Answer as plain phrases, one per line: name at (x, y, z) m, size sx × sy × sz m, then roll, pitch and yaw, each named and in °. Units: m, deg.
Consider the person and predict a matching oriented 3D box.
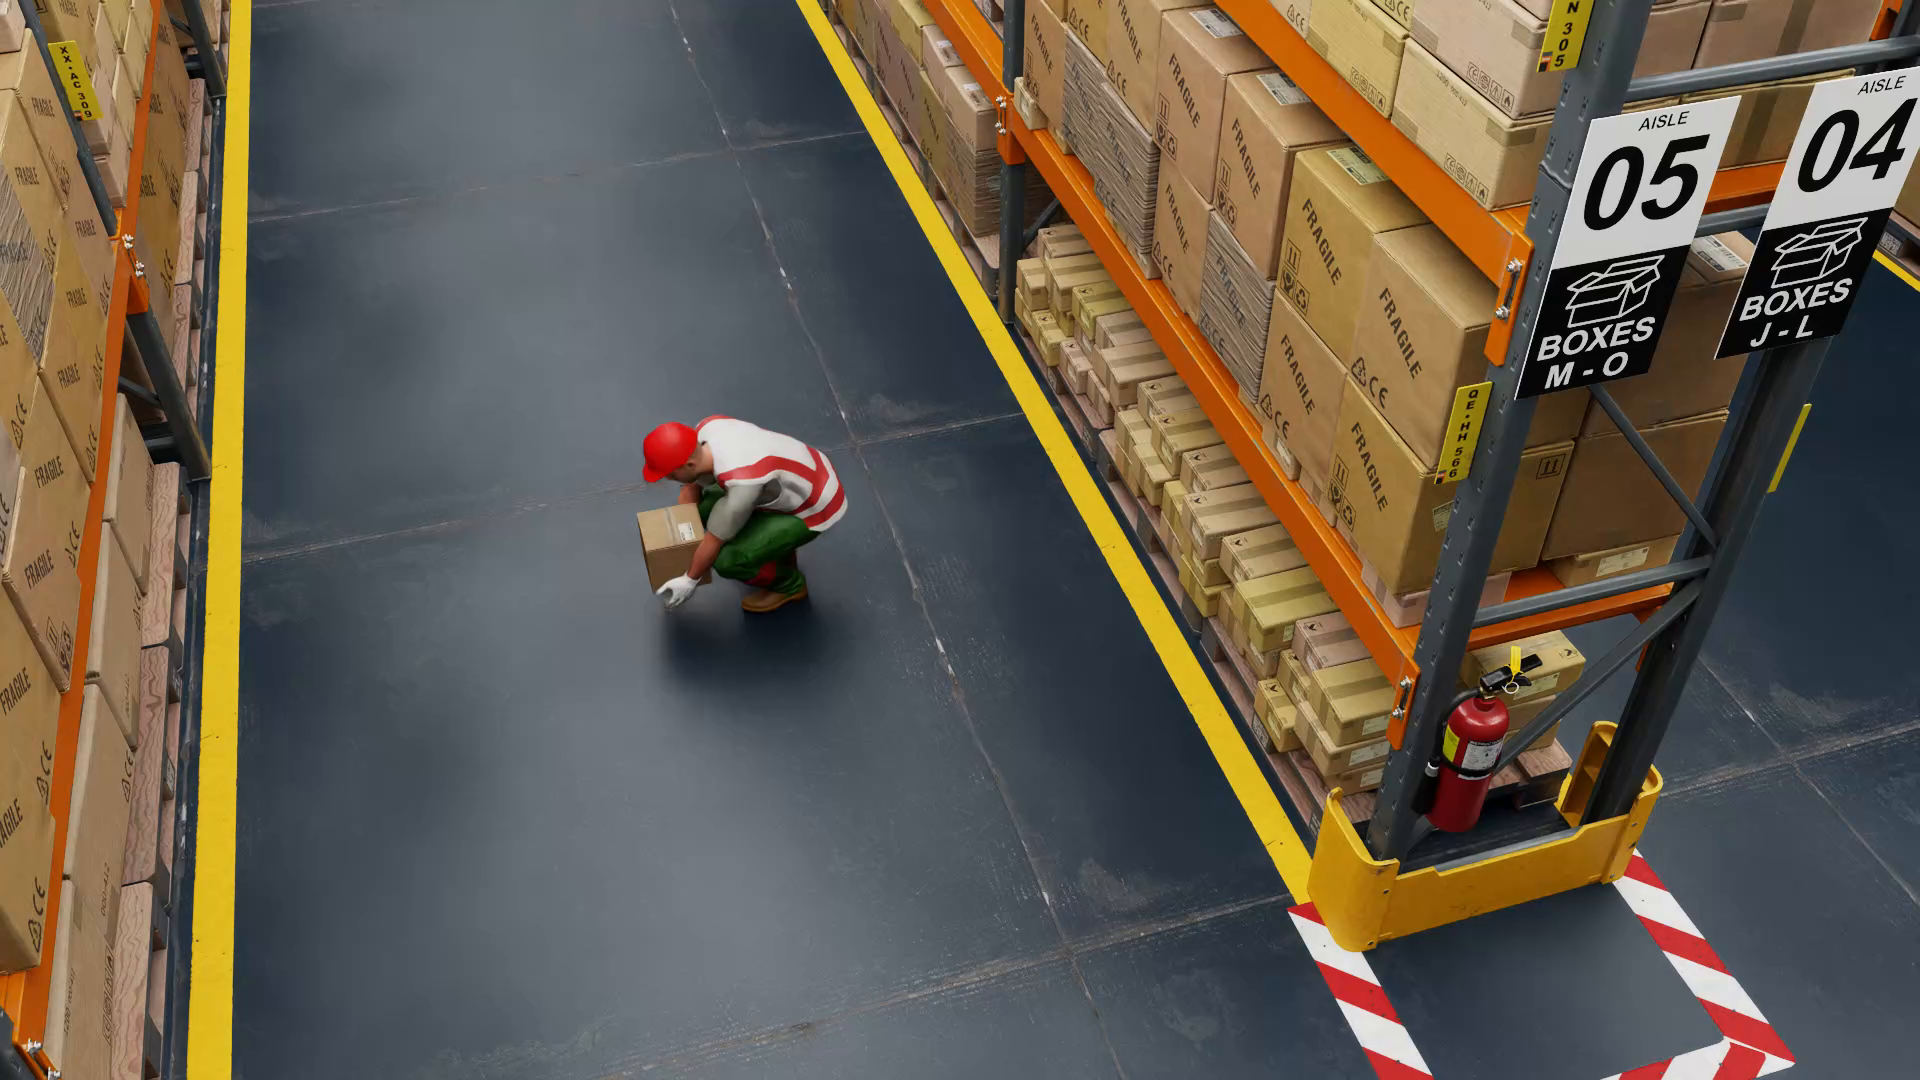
person at (-0.895, -0.152, 6.901) m, size 0.852 × 1.012 × 0.548 m, roll -13°, pitch 43°, yaw -14°
